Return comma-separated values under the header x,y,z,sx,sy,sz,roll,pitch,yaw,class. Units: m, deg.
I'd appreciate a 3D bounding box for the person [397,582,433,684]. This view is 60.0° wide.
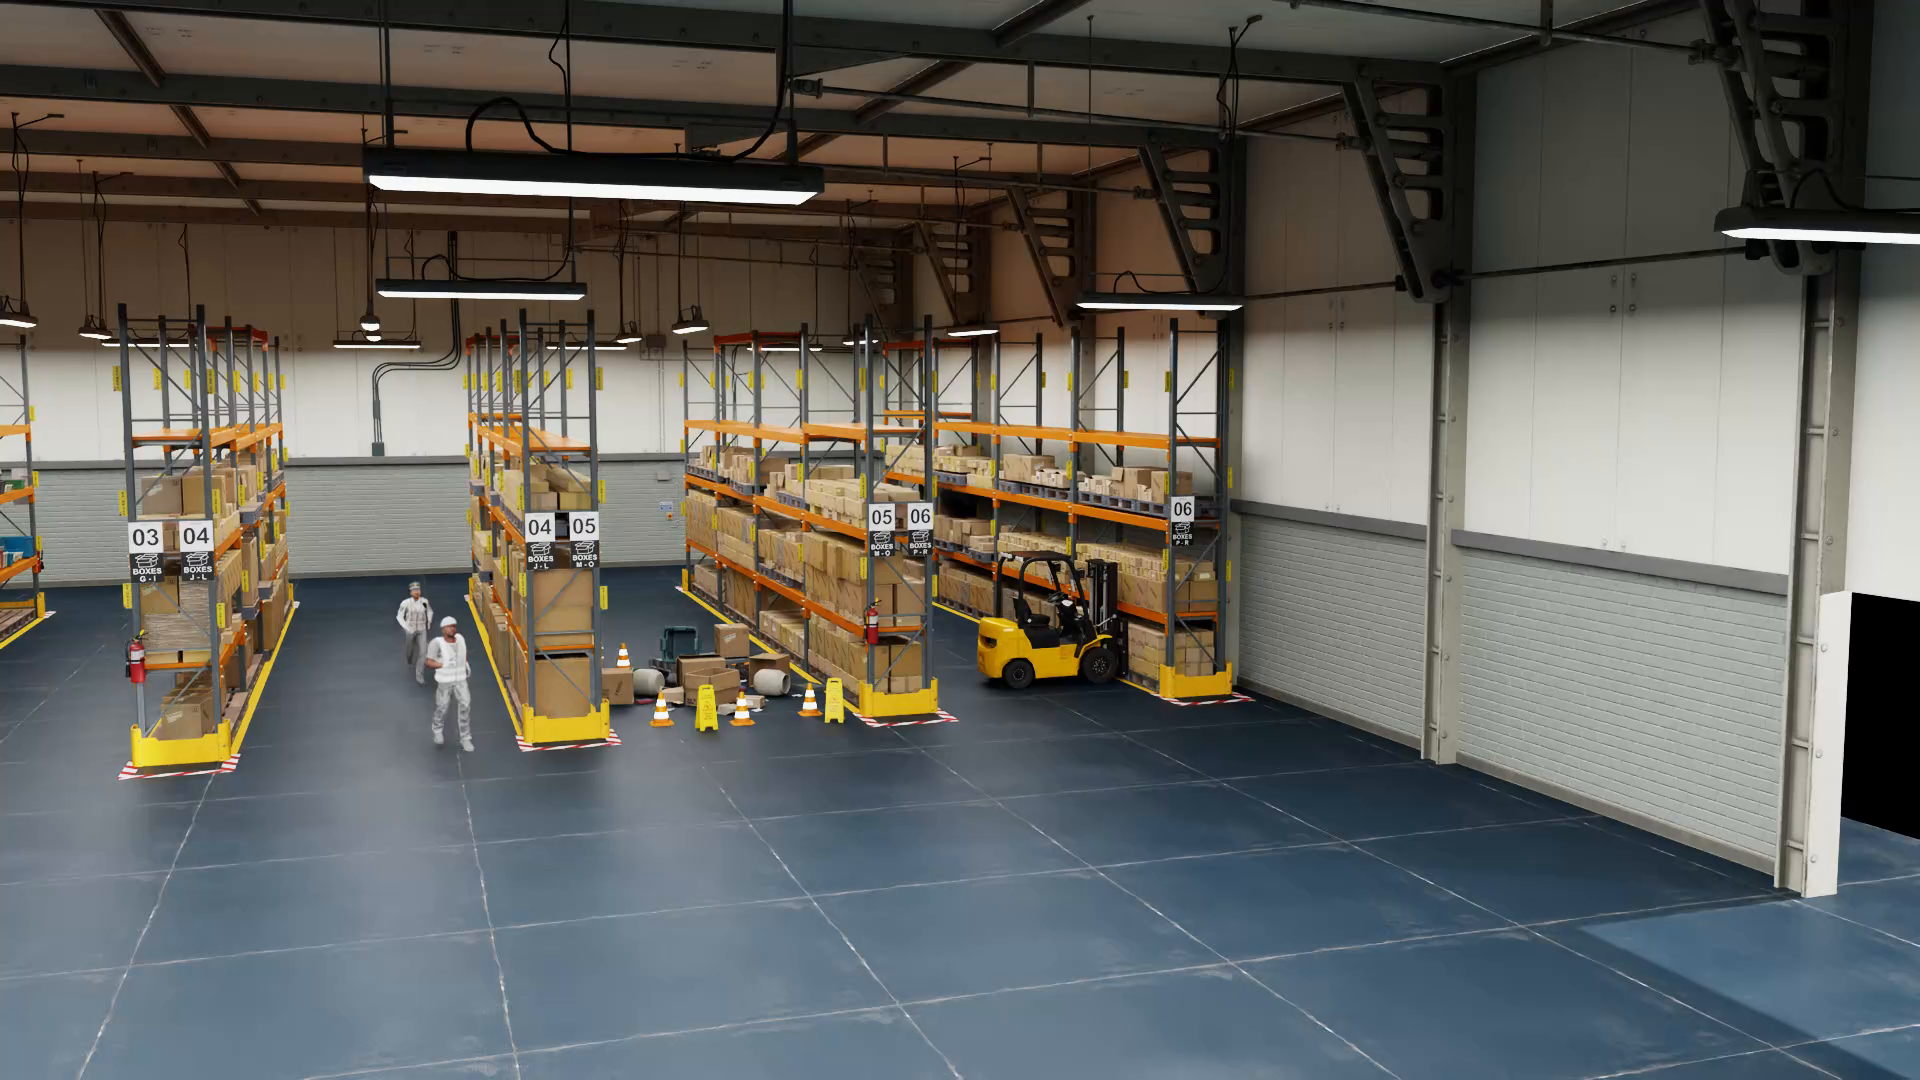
x,y,z,sx,sy,sz,roll,pitch,yaw,class
-9.179,1.540,28.050,0.602,1.686,0.949,-2,6,-23,person

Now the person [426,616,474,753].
x,y,z,sx,sy,sz,roll,pitch,yaw,class
-6.972,1.947,22.702,0.690,1.827,0.871,-5,7,-42,person
